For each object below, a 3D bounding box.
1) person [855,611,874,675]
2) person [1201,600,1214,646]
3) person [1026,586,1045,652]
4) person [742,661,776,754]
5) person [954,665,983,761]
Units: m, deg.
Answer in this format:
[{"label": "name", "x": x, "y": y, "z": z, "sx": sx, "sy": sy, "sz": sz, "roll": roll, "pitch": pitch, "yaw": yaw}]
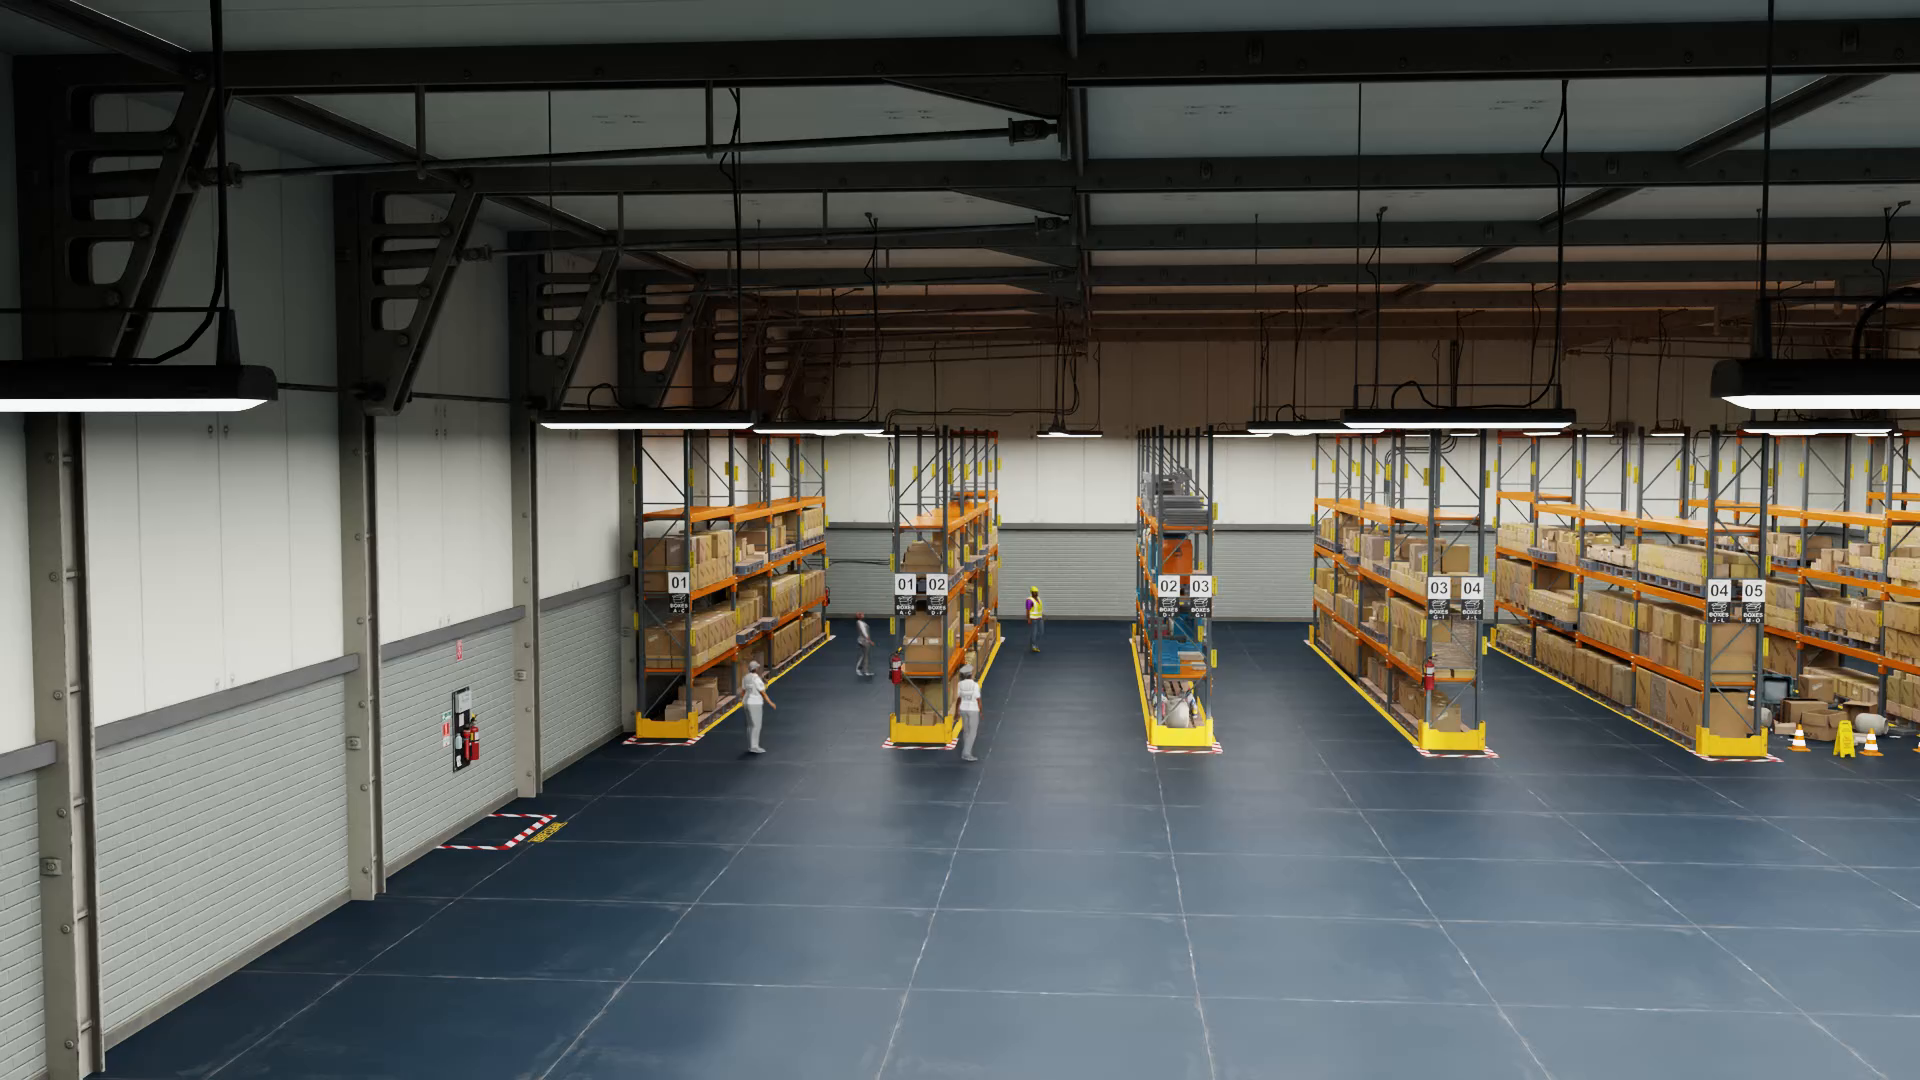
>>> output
[{"label": "person", "x": -2.279, "y": 2.523, "z": 40.354, "sx": 0.481, "sy": 1.612, "sz": 0.499, "roll": -2, "pitch": 4, "yaw": -27}, {"label": "person", "x": 6.741, "y": 2.053, "z": 46.134, "sx": 0.682, "sy": 1.787, "sz": 0.423, "roll": -1, "pitch": 4, "yaw": -19}, {"label": "person", "x": 2.030, "y": 2.135, "z": 44.991, "sx": 0.447, "sy": 1.769, "sz": 0.641, "roll": 3, "pitch": 4, "yaw": 39}, {"label": "person", "x": -3.705, "y": 3.058, "z": 30.539, "sx": 0.534, "sy": 1.688, "sz": 0.542, "roll": -2, "pitch": 4, "yaw": -28}, {"label": "person", "x": 0.158, "y": 3.093, "z": 29.734, "sx": 0.540, "sy": 1.711, "sz": 0.392, "roll": 3, "pitch": 5, "yaw": 44}]
